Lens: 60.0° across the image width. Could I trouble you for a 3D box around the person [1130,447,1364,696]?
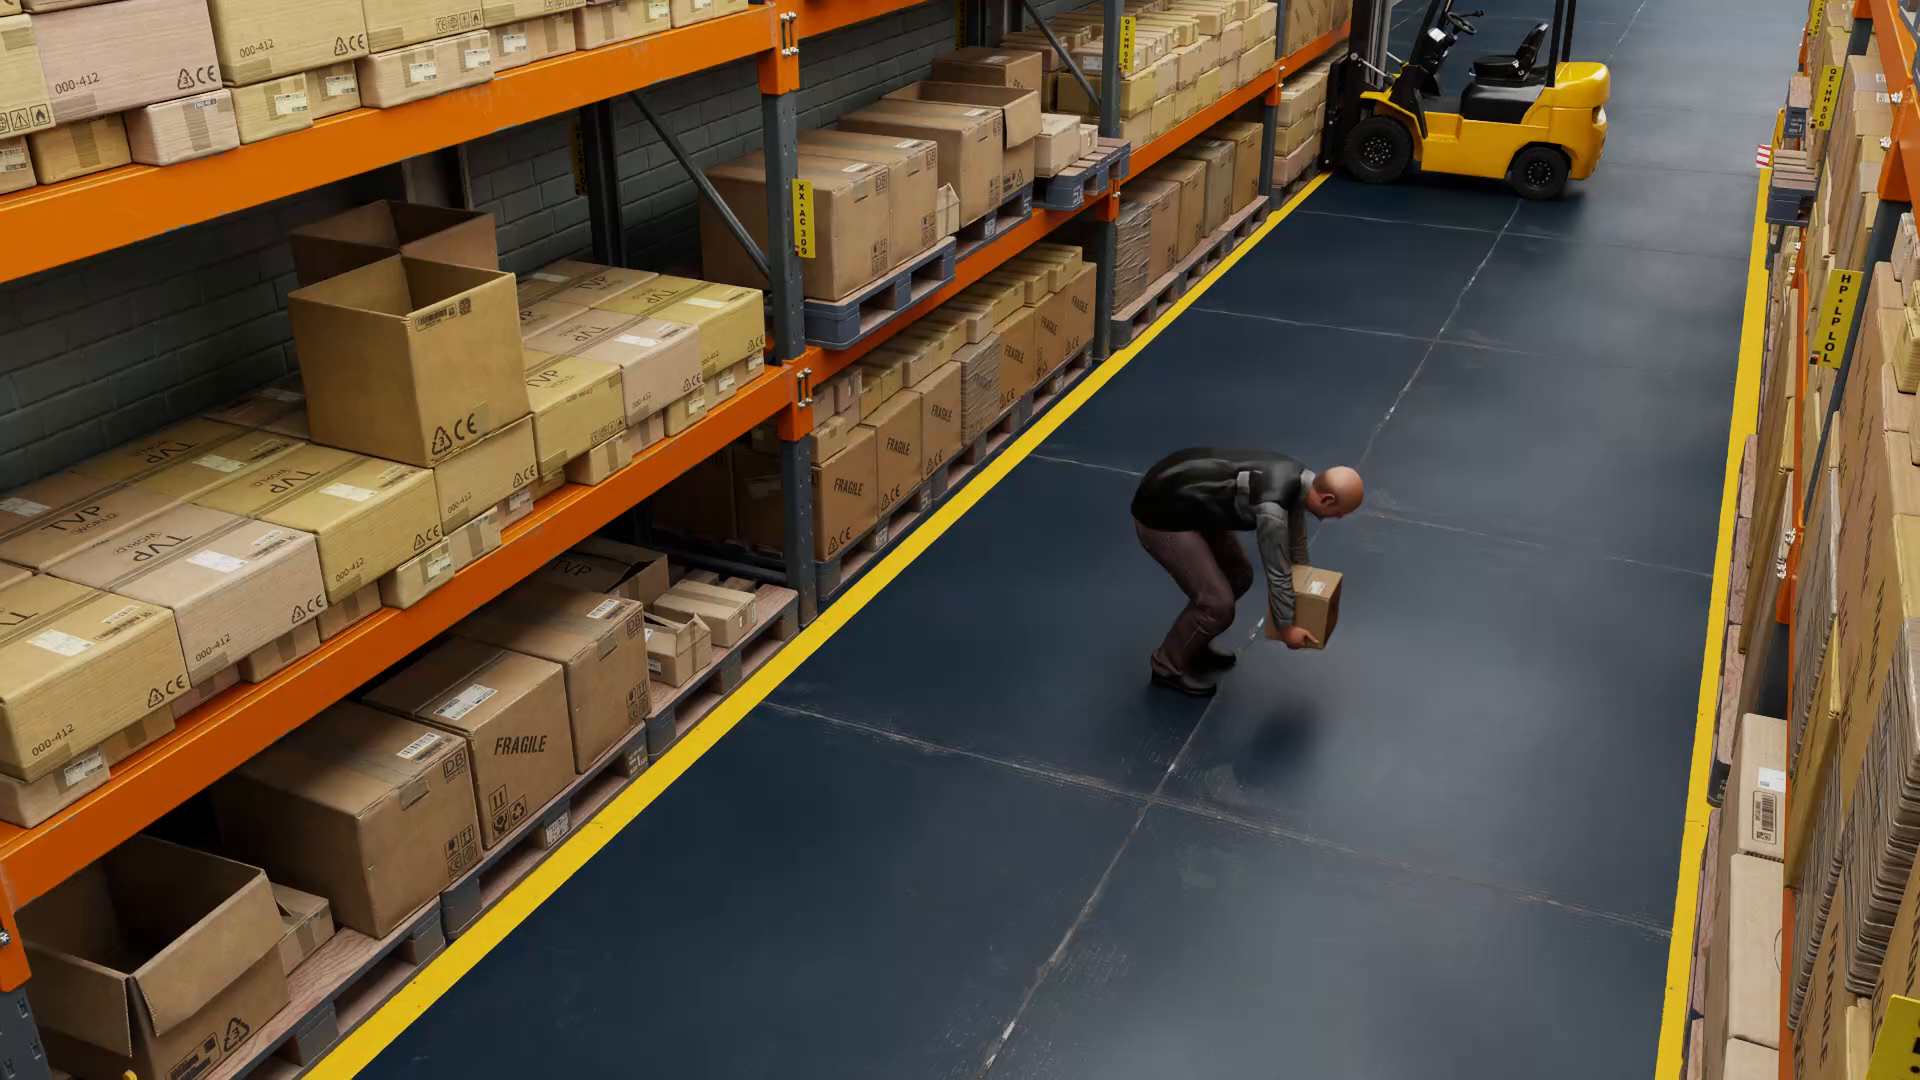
[{"bbox_3d":[1.199,0.128,7.097,0.948,1.093,0.499,10,28,19],"label":"person"}]
